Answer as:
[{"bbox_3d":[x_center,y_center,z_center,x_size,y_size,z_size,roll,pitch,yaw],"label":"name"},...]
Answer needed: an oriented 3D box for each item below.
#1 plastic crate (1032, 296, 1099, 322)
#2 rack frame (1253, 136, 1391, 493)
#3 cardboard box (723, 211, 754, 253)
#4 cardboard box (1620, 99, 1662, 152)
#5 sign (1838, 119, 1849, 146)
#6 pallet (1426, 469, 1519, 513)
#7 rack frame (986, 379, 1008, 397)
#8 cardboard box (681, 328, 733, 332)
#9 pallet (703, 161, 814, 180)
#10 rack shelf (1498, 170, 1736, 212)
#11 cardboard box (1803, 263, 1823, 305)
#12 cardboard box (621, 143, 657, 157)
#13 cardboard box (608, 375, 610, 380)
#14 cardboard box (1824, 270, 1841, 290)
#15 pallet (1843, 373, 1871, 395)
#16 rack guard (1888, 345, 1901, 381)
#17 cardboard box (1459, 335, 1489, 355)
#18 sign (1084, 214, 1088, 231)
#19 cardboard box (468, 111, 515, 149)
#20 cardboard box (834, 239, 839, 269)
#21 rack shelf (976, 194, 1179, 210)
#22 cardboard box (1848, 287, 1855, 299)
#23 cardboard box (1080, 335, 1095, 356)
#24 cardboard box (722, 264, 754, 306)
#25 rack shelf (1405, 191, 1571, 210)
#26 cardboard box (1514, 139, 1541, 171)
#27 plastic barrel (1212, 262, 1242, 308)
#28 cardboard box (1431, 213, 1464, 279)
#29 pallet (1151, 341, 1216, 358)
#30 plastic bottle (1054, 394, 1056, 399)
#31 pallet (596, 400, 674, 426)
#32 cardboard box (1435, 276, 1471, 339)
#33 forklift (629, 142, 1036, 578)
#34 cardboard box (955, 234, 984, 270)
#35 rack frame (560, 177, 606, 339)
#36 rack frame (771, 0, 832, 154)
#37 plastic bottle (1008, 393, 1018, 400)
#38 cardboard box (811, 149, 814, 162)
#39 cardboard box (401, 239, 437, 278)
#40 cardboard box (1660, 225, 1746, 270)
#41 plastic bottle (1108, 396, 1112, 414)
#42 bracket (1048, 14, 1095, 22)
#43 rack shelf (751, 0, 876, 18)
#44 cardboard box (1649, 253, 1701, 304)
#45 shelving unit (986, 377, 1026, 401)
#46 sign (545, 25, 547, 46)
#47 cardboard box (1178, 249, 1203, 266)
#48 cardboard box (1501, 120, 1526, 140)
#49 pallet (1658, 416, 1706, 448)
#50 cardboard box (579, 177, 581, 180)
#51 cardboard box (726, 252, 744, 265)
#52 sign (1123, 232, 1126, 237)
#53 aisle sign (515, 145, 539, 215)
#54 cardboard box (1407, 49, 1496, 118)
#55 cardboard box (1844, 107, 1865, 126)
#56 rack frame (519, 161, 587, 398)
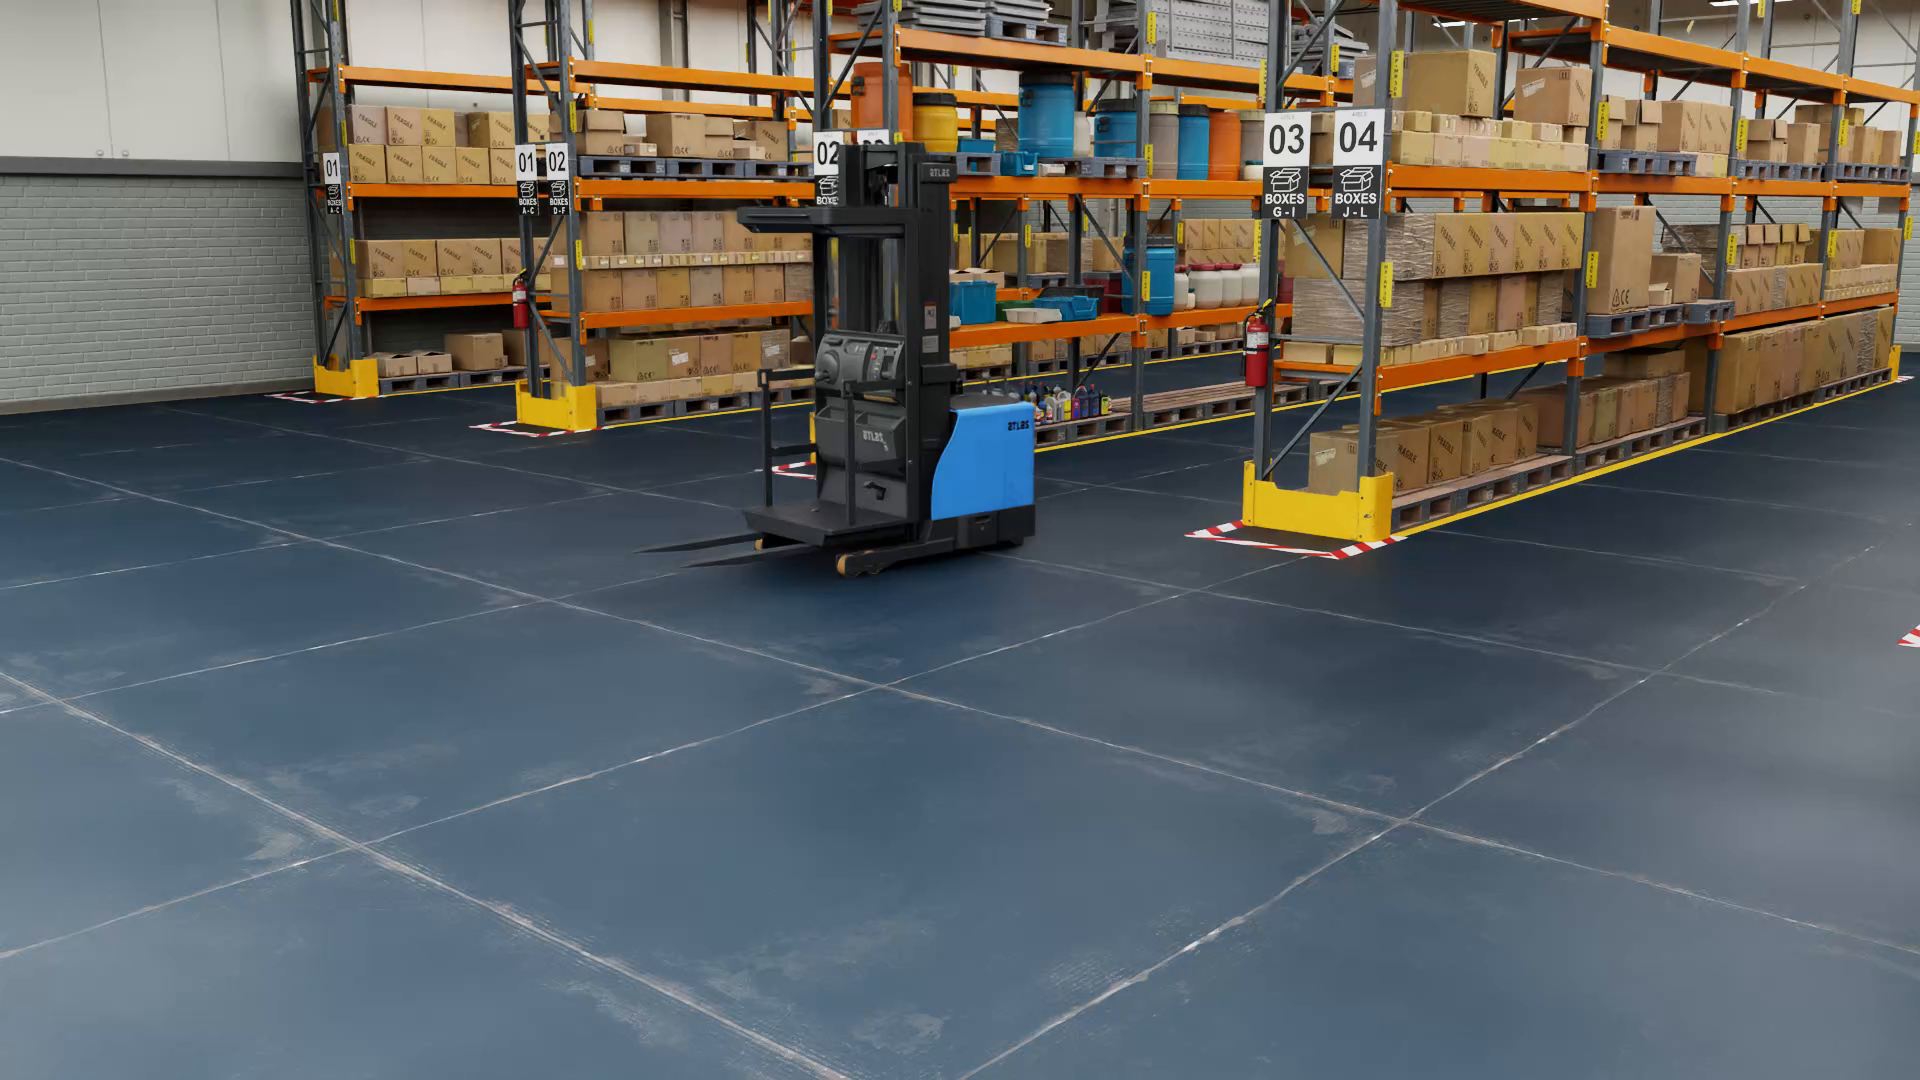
[{"bbox_3d":[1.135,-2.494,17.917,0.499,0.251,0.616,10,15,40],"label":"plastic crate"},{"bbox_3d":[2.742,-1.536,12.741,1.000,3.000,0.127,10,15,40],"label":"rack frame"},{"bbox_3d":[-3.008,-3.876,20.894,0.700,0.500,0.500,10,15,40],"label":"cardboard box"},{"bbox_3d":[6.388,-4.047,16.319,0.797,0.503,0.637,11,15,43],"label":"cardboard box"},{"bbox_3d":[11.077,-5.111,20.861,0.100,0.325,0.005,10,15,40],"label":"sign"},{"bbox_3d":[4.160,-0.473,14.540,1.003,0.211,1.213,10,15,40],"label":"pallet"},{"bbox_3d":[0.284,-0.636,12.832,0.006,1.200,0.240,-10,15,-40],"label":"rack frame"},{"bbox_3d":[-3.258,-2.456,21.382,0.500,0.500,0.500,10,15,40],"label":"cardboard box"},{"bbox_3d":[-2.600,-4.704,21.173,1.003,0.211,1.213,10,15,40],"label":"pallet"},{"bbox_3d":[6.703,-3.537,16.938,1.077,0.370,4.000,10,15,40],"label":"rack shelf"},{"bbox_3d":[10.560,-3.246,21.050,0.500,0.500,0.500,10,15,41],"label":"cardboard box"},{"bbox_3d":[-3.788,-4.590,19.585,0.380,0.149,0.250,10,15,40],"label":"cardboard box"},{"bbox_3d":[-4.244,-1.867,20.347,0.500,0.250,0.500,10,15,40],"label":"cardboard box"},{"bbox_3d":[11.170,-3.409,21.743,0.500,0.250,0.500,9,15,39],"label":"cardboard box"},{"bbox_3d":[12.029,-2.216,23.266,1.003,0.211,1.213,10,15,40],"label":"pallet"},{"bbox_3d":[13.320,-2.667,24.790,1.175,0.500,0.348,10,15,40],"label":"rack guard"},{"bbox_3d":[4.172,-1.632,13.864,0.380,0.149,0.250,10,15,40],"label":"cardboard box"},{"bbox_3d":[2.540,-6.423,33.648,0.100,0.325,0.005,10,15,40],"label":"sign"},{"bbox_3d":[-6.598,-5.797,23.557,0.500,0.500,0.500,9,14,38],"label":"cardboard box"},{"bbox_3d":[-2.274,-4.953,28.784,0.500,0.500,0.500,10,15,42],"label":"cardboard box"},{"bbox_3d":[1.904,-5.406,26.299,1.077,0.370,4.000,10,15,40],"label":"rack shelf"},{"bbox_3d":[11.796,-3.333,22.379,0.380,0.149,0.250,9,15,40],"label":"cardboard box"},{"bbox_3d":[1.775,-3.165,26.157,0.500,0.500,0.500,10,15,40],"label":"cardboard box"},{"bbox_3d":[-3.022,-3.237,21.002,0.700,0.500,0.500,10,15,41],"label":"cardboard box"},{"bbox_3d":[8.263,-5.354,26.037,1.077,0.370,4.000,10,15,40],"label":"rack shelf"},{"bbox_3d":[4.593,-3.270,14.147,0.500,0.250,0.500,10,15,40],"label":"cardboard box"},{"bbox_3d":[3.228,-3.115,20.302,0.433,0.535,0.433,0,11,0],"label":"plastic barrel"},{"bbox_3d":[3.645,-2.339,13.197,0.500,0.500,0.500,10,15,40],"label":"cardboard box"},{"bbox_3d":[3.679,-3.316,28.774,1.003,0.211,1.213,10,15,40],"label":"pallet"},{"bbox_3d":[1.055,-1.603,19.099,0.097,0.201,0.097,0,11,0],"label":"plastic bottle"},{"bbox_3d":[-4.224,-1.568,20.020,1.003,0.211,1.213,10,15,40],"label":"pallet"},{"bbox_3d":[3.728,-1.965,13.876,0.875,0.500,0.500,10,15,40],"label":"cardboard box"},{"bbox_3d":[-0.873,-1.291,11.694,3.031,2.935,1.130,-10,15,-40],"label":"forklift"},{"bbox_3d":[-0.129,-5.447,31.559,0.980,0.700,0.700,10,15,41],"label":"cardboard box"},{"bbox_3d":[-5.780,-4.045,25.307,1.000,3.000,0.127,10,15,40],"label":"rack frame"},{"bbox_3d":[-2.056,-6.347,21.515,1.000,3.000,0.127,10,15,40],"label":"rack frame"},{"bbox_3d":[0.540,-1.474,18.262,0.152,0.276,0.135,10,15,40],"label":"plastic bottle"},{"bbox_3d":[-1.642,-5.098,22.230,0.500,0.250,0.500,-10,15,-42],"label":"cardboard box"},{"bbox_3d":[-7.546,-3.864,22.814,0.500,0.500,0.500,10,15,41],"label":"cardboard box"},{"bbox_3d":[8.518,-3.359,19.054,0.797,0.503,0.637,10,15,42],"label":"cardboard box"},{"bbox_3d":[1.657,-1.514,18.656,0.097,0.201,0.097,0,11,0],"label":"plastic bottle"},{"bbox_3d":[1.555,-10.538,33.309,0.076,0.066,4.783,10,15,40],"label":"bracket"},{"bbox_3d":[-1.819,-9.147,28.884,1.077,0.370,4.000,10,15,40],"label":"rack shelf"},{"bbox_3d":[7.403,-2.788,17.684,0.500,0.500,0.700,-9,15,-39],"label":"cardboard box"},{"bbox_3d":[0.353,-0.648,12.891,0.189,1.200,0.258,-10,15,-40],"label":"shelving unit"},{"bbox_3d":[-6.201,-7.594,24.967,0.100,0.325,0.005,10,15,40],"label":"sign"},{"bbox_3d":[3.766,-4.671,28.185,0.500,0.500,0.500,10,15,42],"label":"cardboard box"},{"bbox_3d":[4.519,-3.437,13.969,0.380,0.149,0.250,11,16,43],"label":"cardboard box"},{"bbox_3d":[7.506,-1.230,18.333,1.003,0.211,1.213,10,15,40],"label":"pallet"},{"bbox_3d":[-5.929,-5.469,24.467,0.500,0.500,0.500,10,15,42],"label":"cardboard box"},{"bbox_3d":[-2.914,-3.518,20.756,0.380,0.149,0.250,10,15,42],"label":"cardboard box"},{"bbox_3d":[2.812,-5.076,28.257,0.100,0.325,0.005,10,15,40],"label":"sign"},{"bbox_3d":[-4.961,-4.120,19.044,0.394,0.787,0.004,10,15,40],"label":"aisle sign"},{"bbox_3d":[3.925,-3.630,13.278,0.500,0.500,0.500,10,15,40],"label":"cardboard box"},{"bbox_3d":[11.963,-5.736,22.618,0.500,0.250,0.500,9,15,39],"label":"cardboard box"},{"bbox_3d":[-4.697,-2.817,19.156,1.000,3.000,0.127,10,15,40],"label":"rack frame"}]
